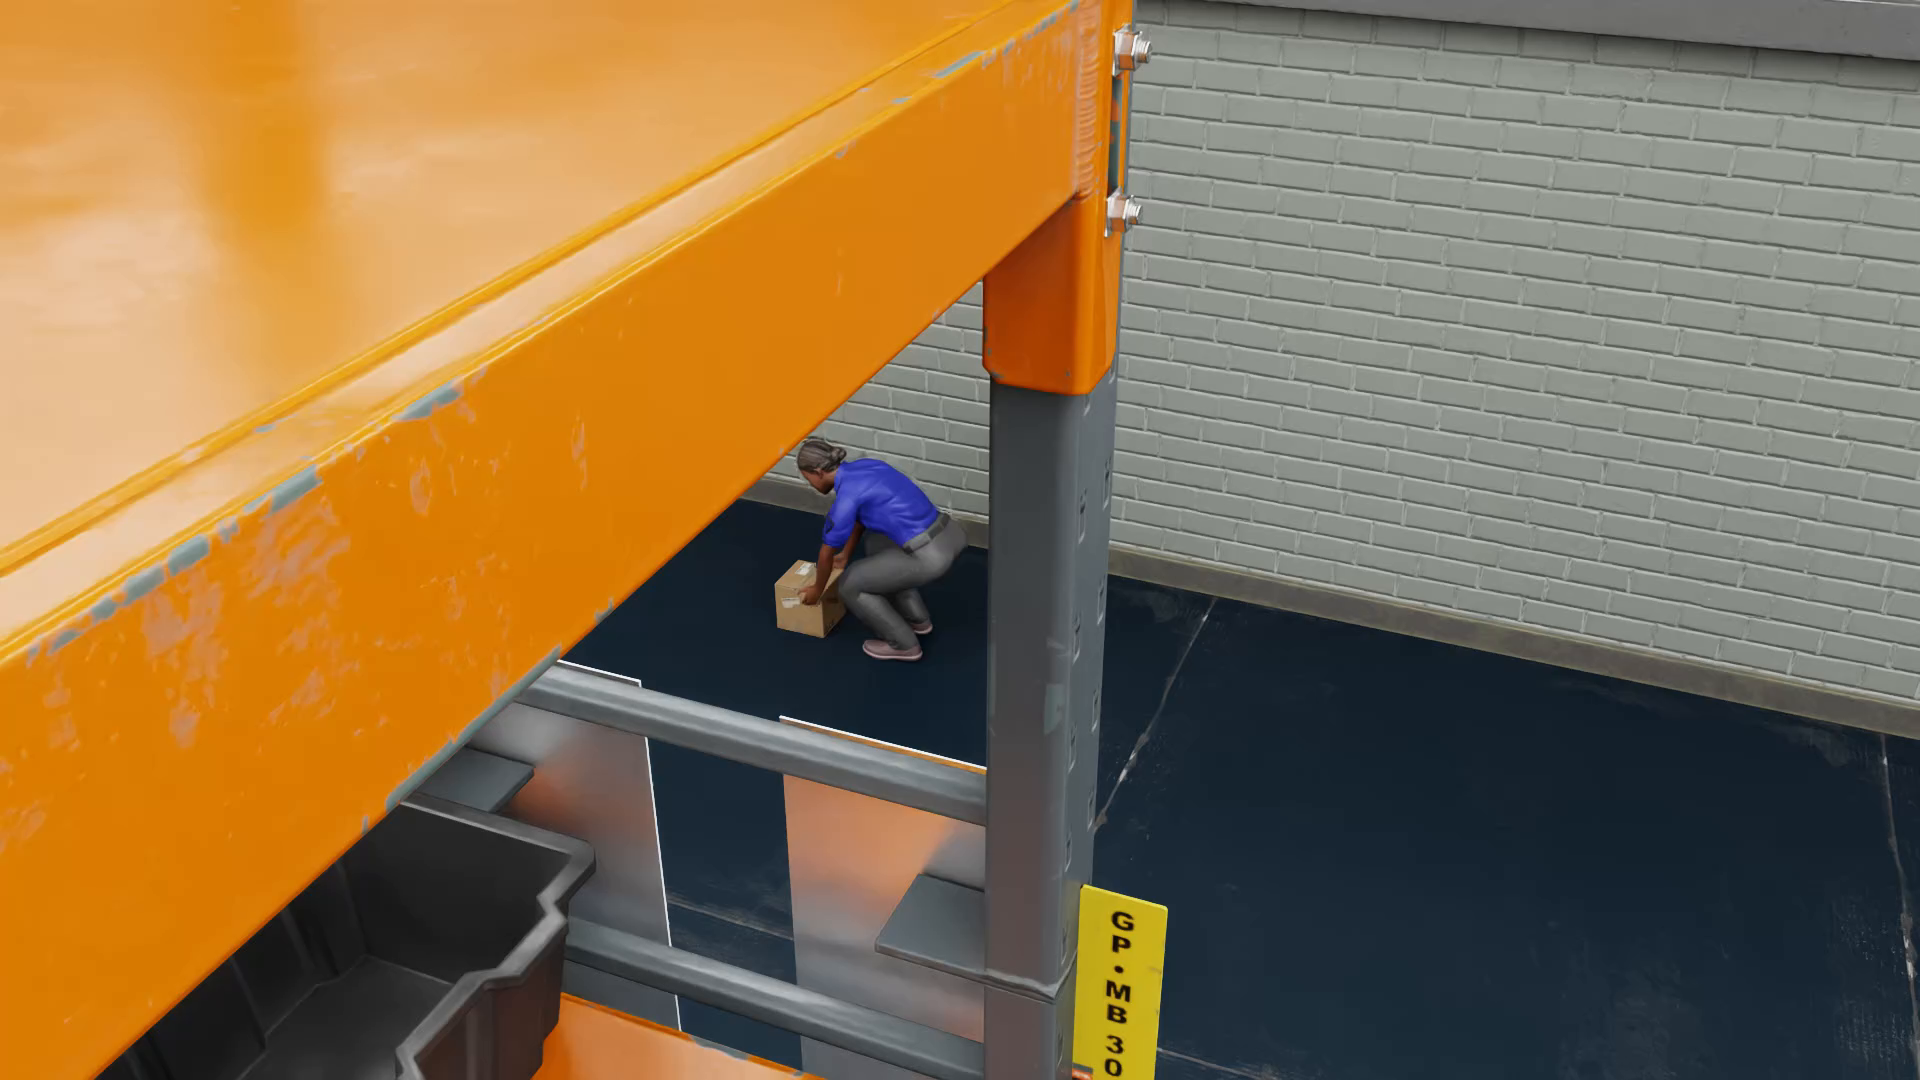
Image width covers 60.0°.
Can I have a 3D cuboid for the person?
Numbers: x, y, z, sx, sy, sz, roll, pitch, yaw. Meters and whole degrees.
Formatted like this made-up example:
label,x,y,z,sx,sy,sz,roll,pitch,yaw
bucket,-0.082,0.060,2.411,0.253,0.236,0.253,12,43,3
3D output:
label,x,y,z,sx,sy,sz,roll,pitch,yaw
person,-0.369,0.043,7.701,0.767,1.025,0.485,11,32,19
